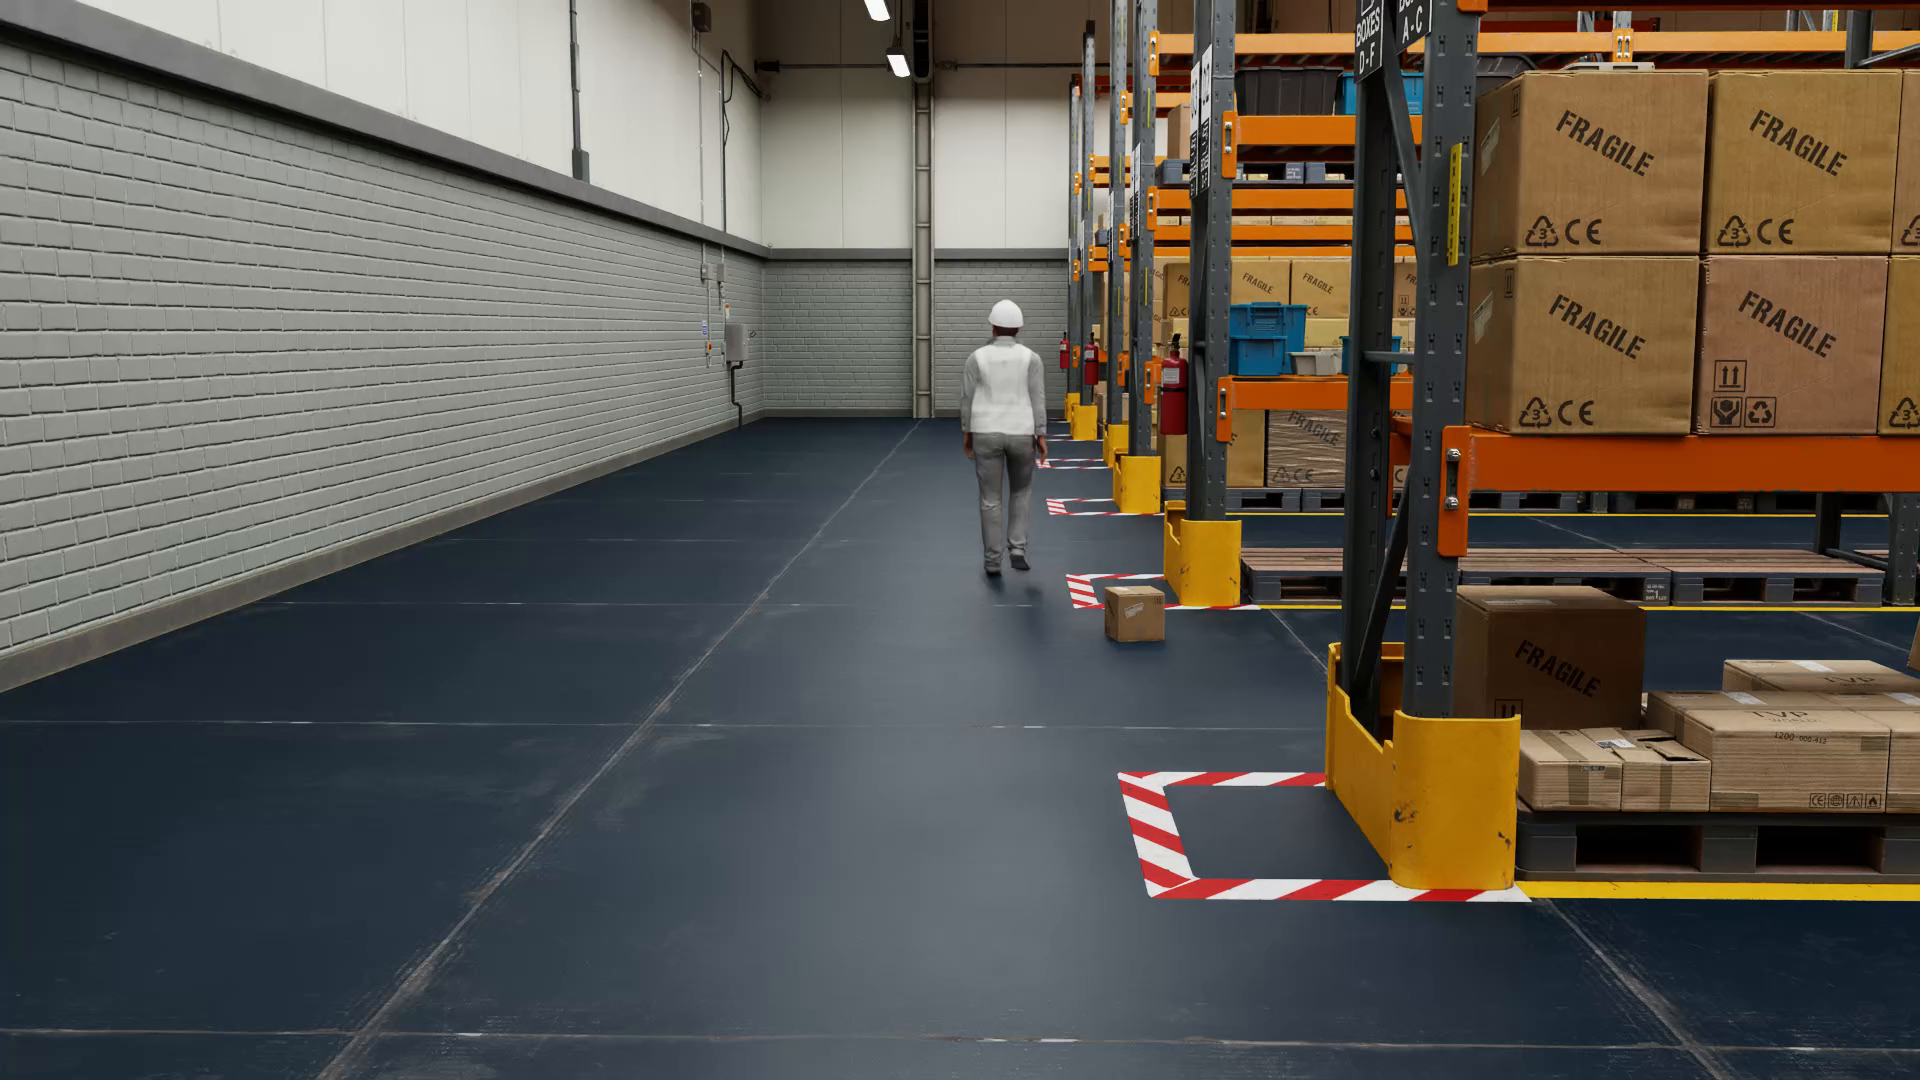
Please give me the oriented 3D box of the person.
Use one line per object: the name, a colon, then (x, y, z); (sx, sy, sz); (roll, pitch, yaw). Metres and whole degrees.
person: (0.282, -0.655, 10.964); (0.566, 1.831, 0.534); (0, 7, -4)
